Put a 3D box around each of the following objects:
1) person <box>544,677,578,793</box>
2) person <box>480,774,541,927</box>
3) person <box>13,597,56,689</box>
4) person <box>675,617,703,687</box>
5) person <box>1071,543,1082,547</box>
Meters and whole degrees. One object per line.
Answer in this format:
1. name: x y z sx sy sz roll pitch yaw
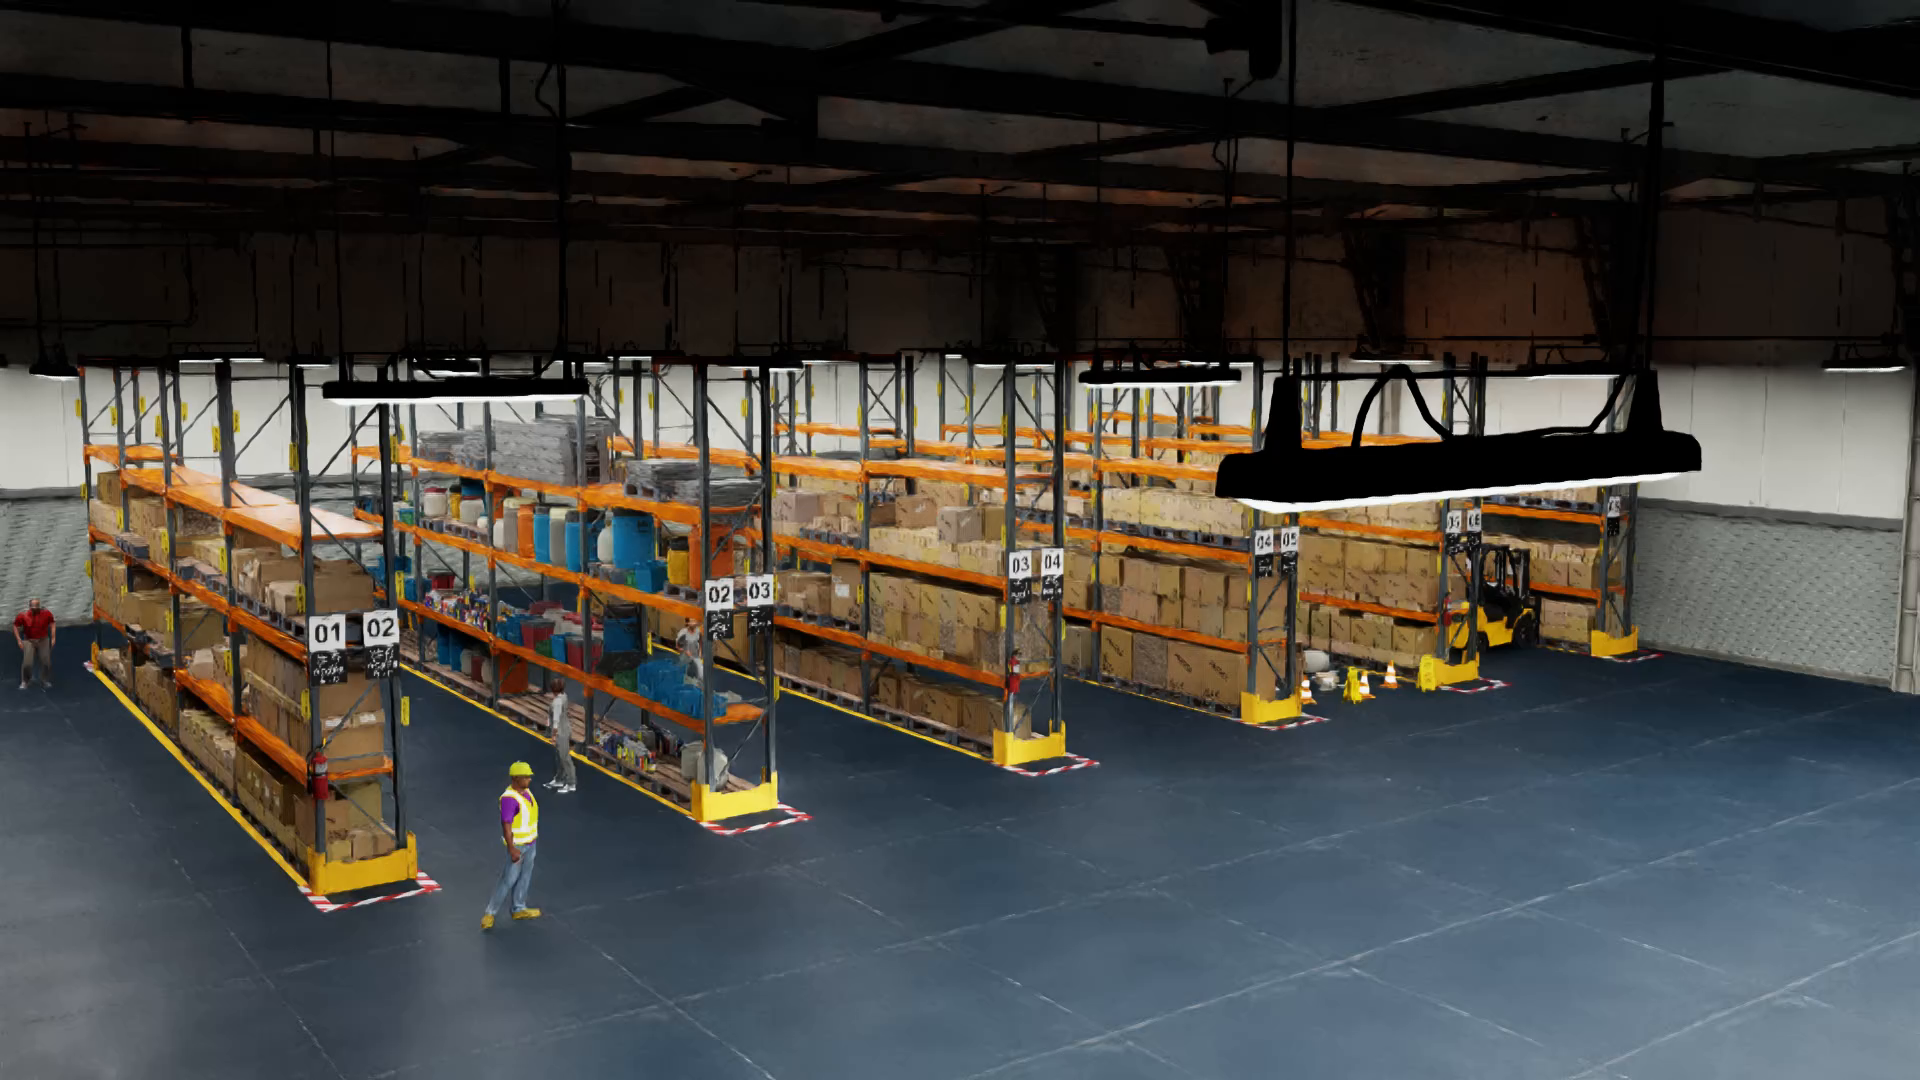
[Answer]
1. person: -5.615 2.711 23.314 0.498 1.597 0.501 -1 7 -5
2. person: -4.871 3.305 18.003 0.479 1.723 0.747 1 7 12
3. person: -16.754 1.856 30.140 0.682 1.676 0.529 -5 9 -37
4. person: -4.667 2.053 28.757 0.589 1.600 0.820 -4 8 -30
5. person: 2.606 0.912 37.193 0.421 1.682 0.643 -2 7 -13
